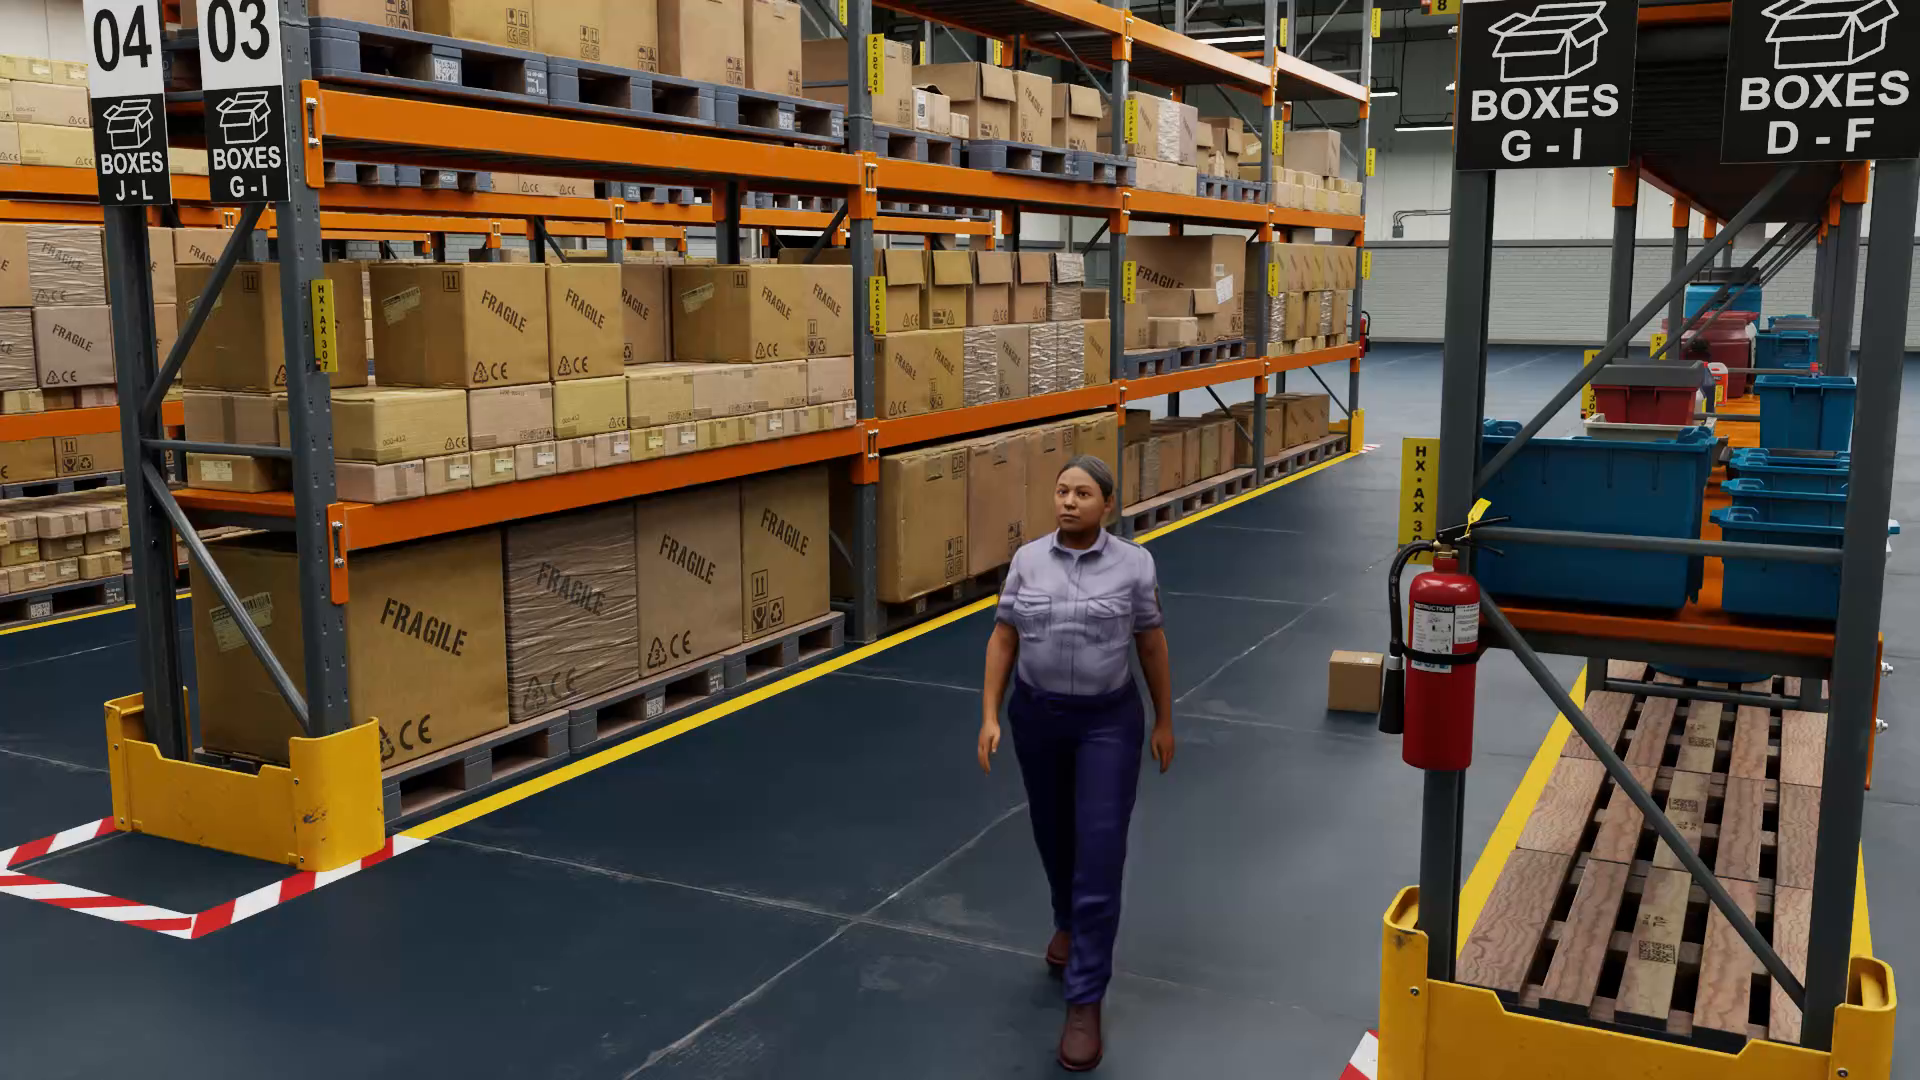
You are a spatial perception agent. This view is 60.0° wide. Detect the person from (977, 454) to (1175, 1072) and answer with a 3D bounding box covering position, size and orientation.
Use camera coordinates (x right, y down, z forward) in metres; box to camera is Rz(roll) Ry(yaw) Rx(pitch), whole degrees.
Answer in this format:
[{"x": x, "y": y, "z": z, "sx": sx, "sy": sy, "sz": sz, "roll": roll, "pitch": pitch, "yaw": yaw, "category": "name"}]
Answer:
[{"x": 0.319, "y": 0.578, "z": 4.862, "sx": 0.532, "sy": 1.642, "sz": 0.852, "roll": 3, "pitch": 10, "yaw": 20, "category": "person"}]
